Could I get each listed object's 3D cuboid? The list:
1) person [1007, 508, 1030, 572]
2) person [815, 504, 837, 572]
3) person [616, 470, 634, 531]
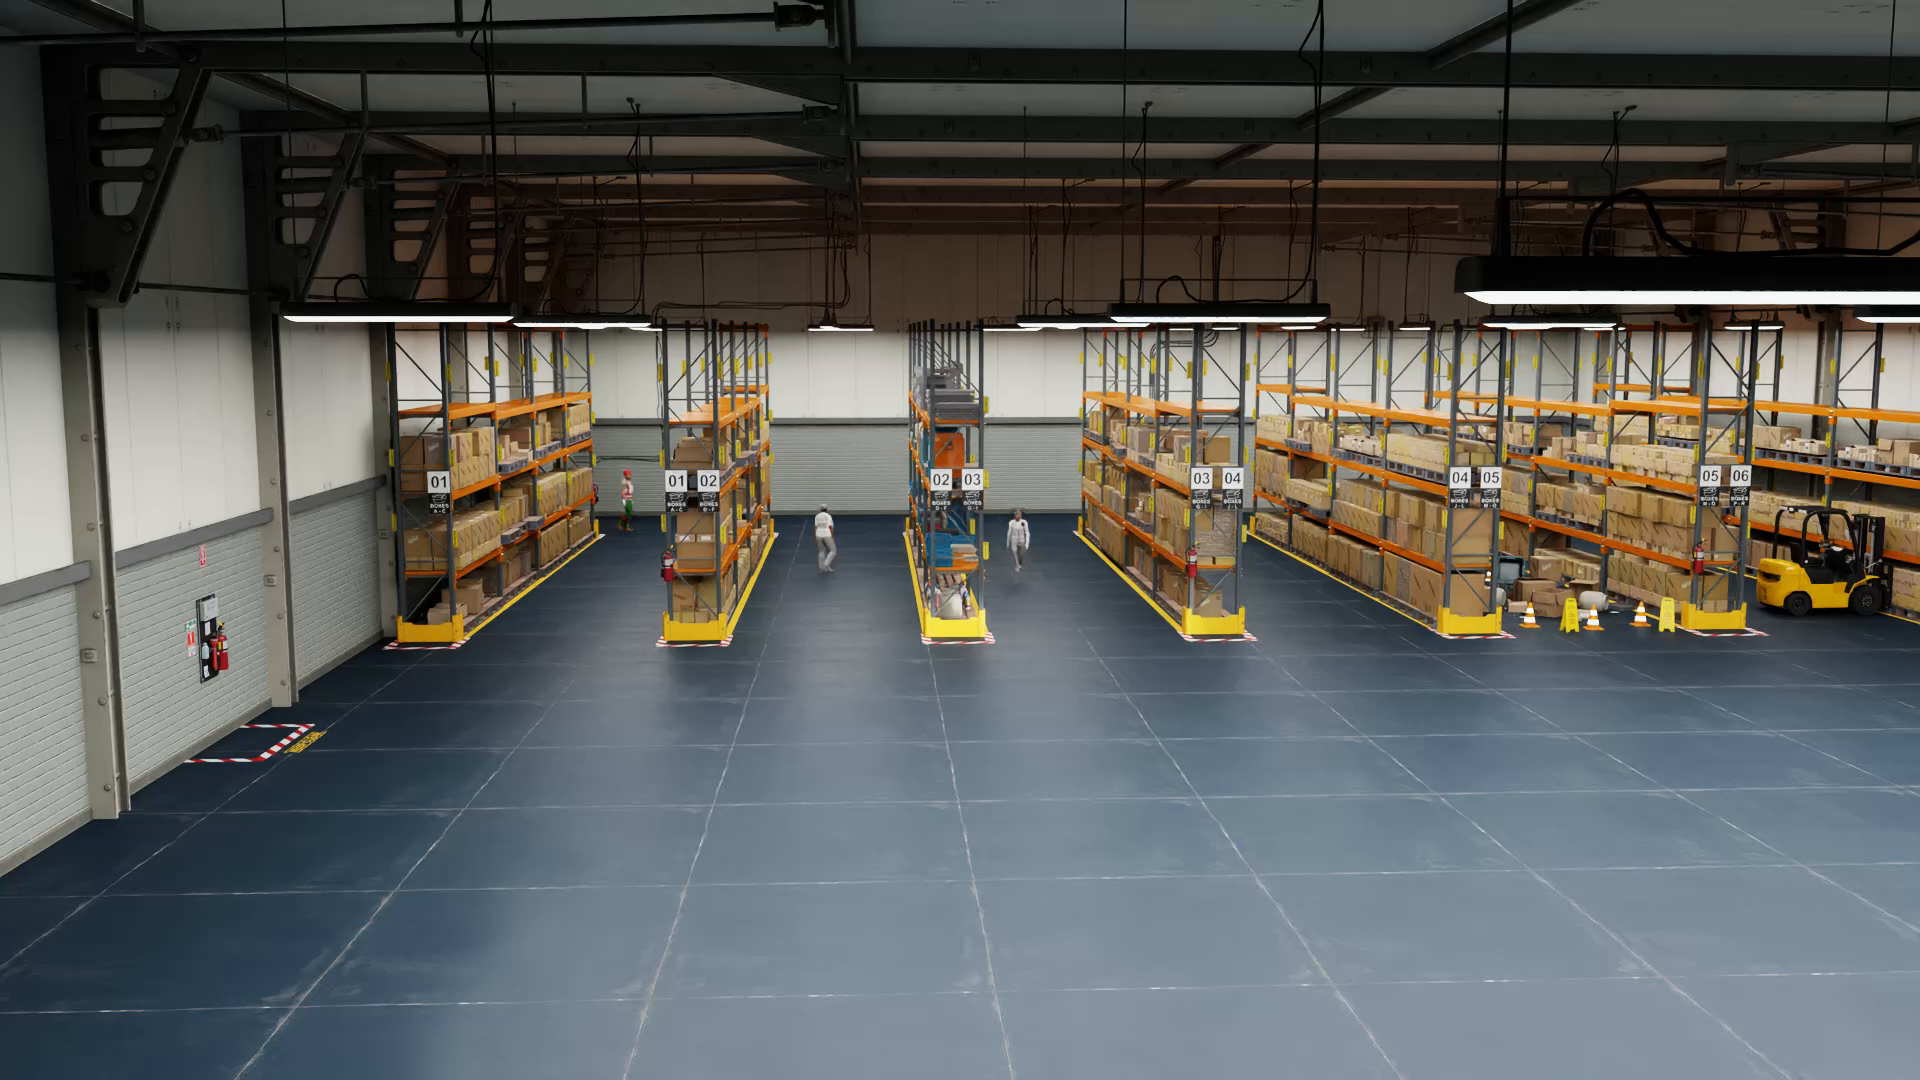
[{"bbox_3d":[1.377,-0.023,38.537,0.495,1.441,1.036,-1,7,-11],"label":"person"},{"bbox_3d":[-3.271,-0.044,40.097,0.526,1.663,0.502,4,8,28],"label":"person"},{"bbox_3d":[-9.721,-1.138,48.240,0.511,1.788,0.578,0,7,-2],"label":"person"}]
